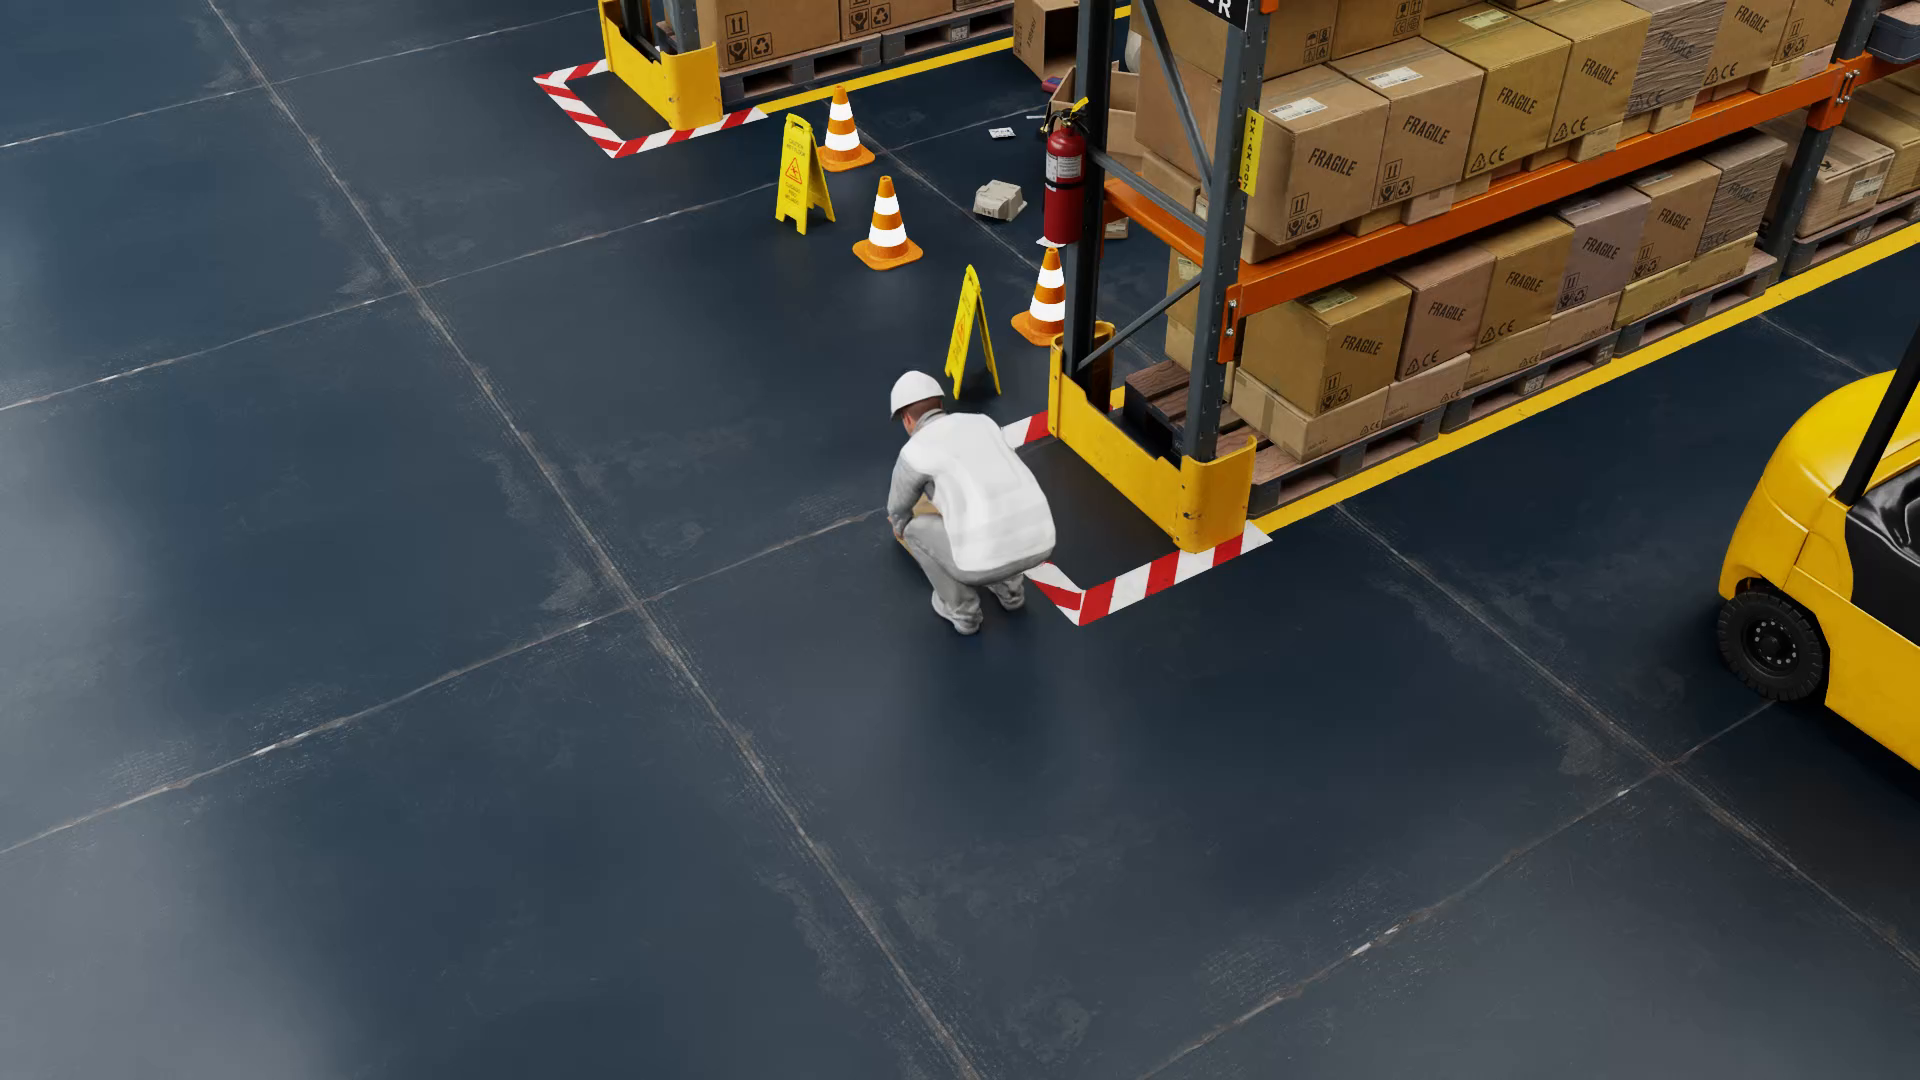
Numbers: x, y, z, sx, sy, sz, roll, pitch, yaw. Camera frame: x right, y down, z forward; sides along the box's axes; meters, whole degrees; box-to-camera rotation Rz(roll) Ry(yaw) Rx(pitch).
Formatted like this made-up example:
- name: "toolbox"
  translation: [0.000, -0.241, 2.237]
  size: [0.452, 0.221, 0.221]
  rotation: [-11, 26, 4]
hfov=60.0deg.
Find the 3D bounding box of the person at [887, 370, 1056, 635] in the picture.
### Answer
- name: "person"
  translation: [0.013, -0.142, 6.957]
  size: [0.529, 0.930, 0.913]
  rotation: [-19, 44, -20]
